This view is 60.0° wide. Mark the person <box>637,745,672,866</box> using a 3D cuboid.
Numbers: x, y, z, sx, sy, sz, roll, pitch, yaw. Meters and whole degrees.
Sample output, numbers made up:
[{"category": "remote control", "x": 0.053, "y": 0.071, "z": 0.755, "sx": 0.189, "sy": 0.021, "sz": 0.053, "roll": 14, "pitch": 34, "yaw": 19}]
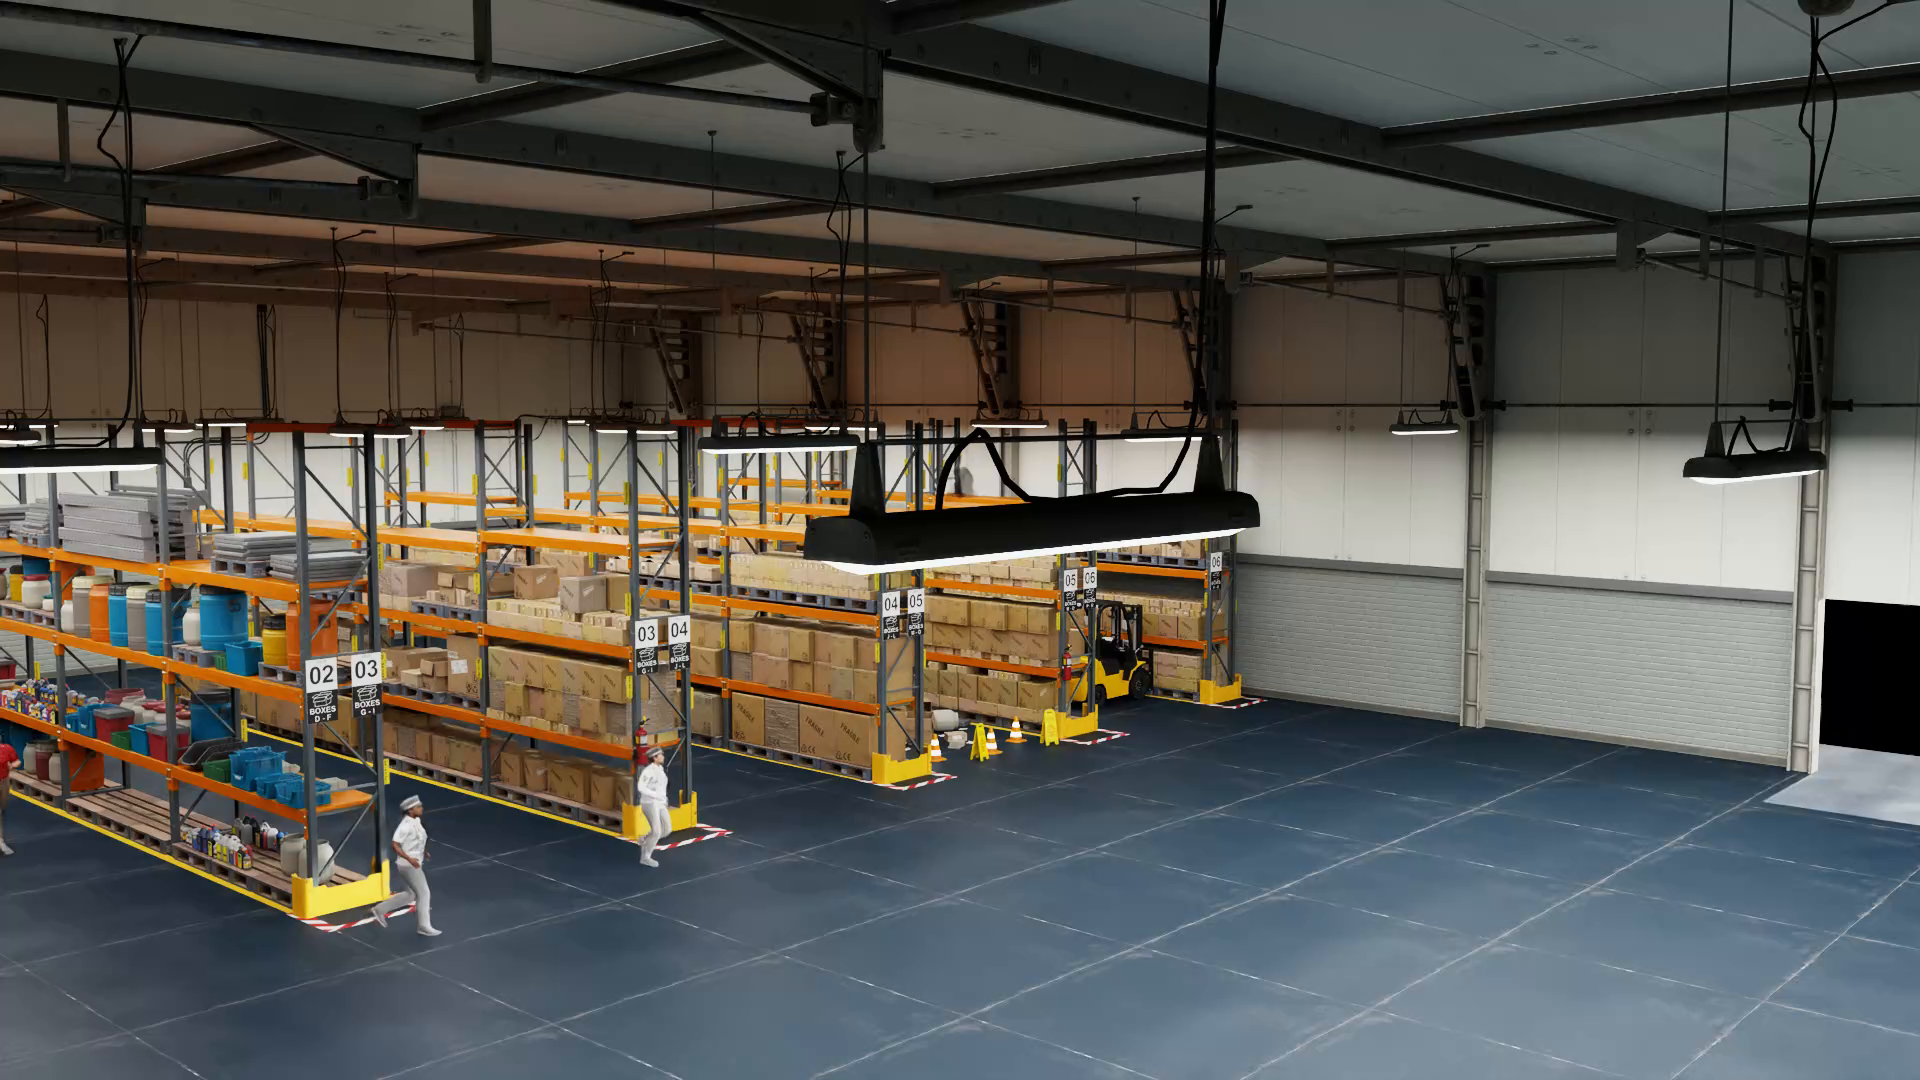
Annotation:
[{"category": "person", "x": -4.224, "y": 3.651, "z": 23.032, "sx": 0.503, "sy": 1.622, "sz": 0.621, "roll": 2, "pitch": 5, "yaw": 19}]

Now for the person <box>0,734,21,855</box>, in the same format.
[{"category": "person", "x": -13.695, "y": 3.559, "z": 23.587, "sx": 0.969, "sy": 1.662, "sz": 0.652, "roll": 3, "pitch": 6, "yaw": 35}]

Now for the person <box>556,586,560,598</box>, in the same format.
[{"category": "person", "x": -10.561, "y": 1.929, "z": 43.473, "sx": 0.695, "sy": 1.704, "sz": 0.700, "roll": -2, "pitch": 5, "yaw": -26}]

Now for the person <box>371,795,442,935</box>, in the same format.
[{"category": "person", "x": -6.616, "y": 3.892, "z": 19.875, "sx": 0.803, "sy": 1.694, "sz": 0.585, "roll": -1, "pitch": 5, "yaw": -9}]
